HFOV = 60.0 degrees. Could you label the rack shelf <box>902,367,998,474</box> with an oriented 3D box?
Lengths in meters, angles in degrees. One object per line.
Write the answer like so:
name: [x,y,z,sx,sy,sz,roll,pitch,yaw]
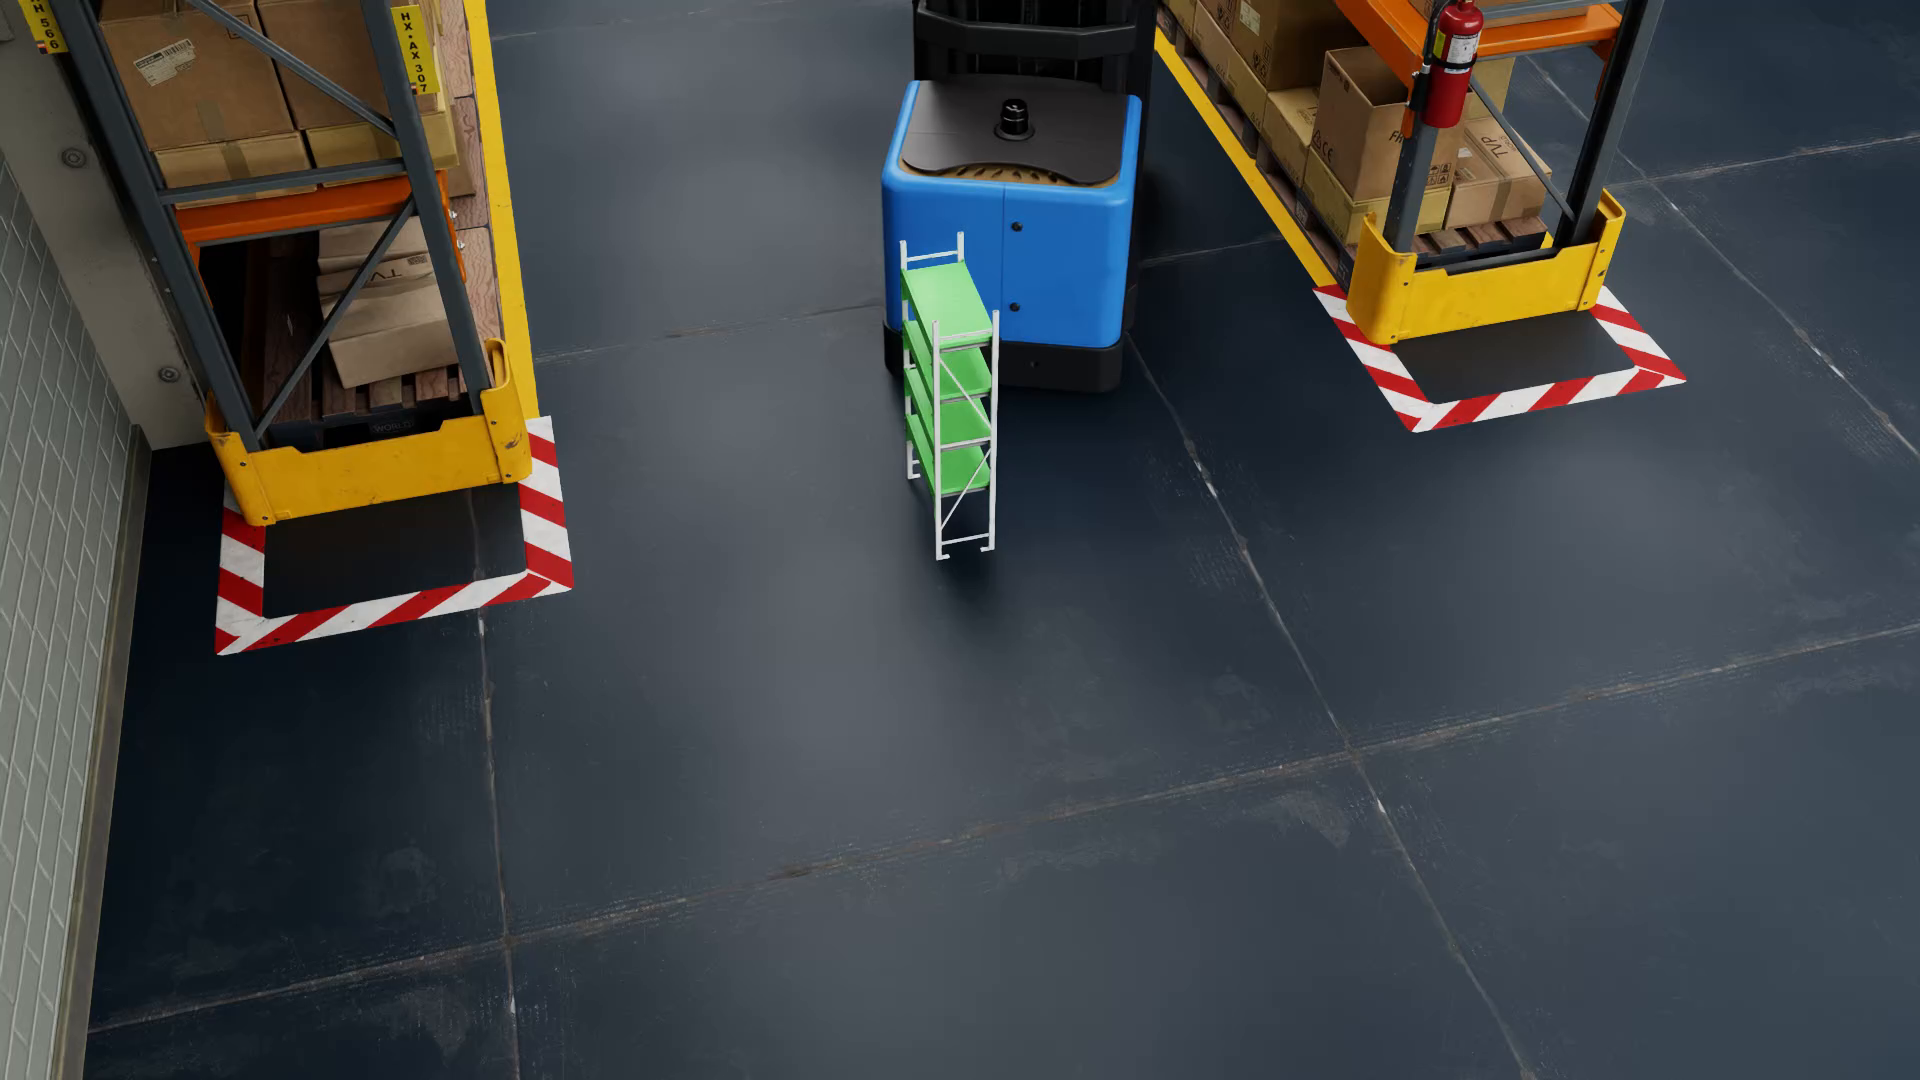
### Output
rack shelf: [-0.042,-0.490,6.479,0.258,0.148,0.480,-11,47,-10]

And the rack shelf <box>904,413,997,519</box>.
rack shelf: [-0.042,-0.322,6.651,0.258,0.148,0.480,-11,47,-10]

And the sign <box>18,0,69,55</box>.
sign: [-2.928,-1.696,5.280,0.100,0.325,0.005,-11,47,-10]

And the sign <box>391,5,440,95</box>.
sign: [-1.862,-1.671,5.681,0.100,0.325,0.005,-11,47,-10]

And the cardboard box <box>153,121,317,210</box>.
cardboard box: [-2.693,-1.510,6.221,0.500,0.250,0.500,-10,46,-10]

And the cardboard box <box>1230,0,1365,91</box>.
cardboard box: [1.707,-2.627,8.331,0.500,0.500,0.500,-11,47,-10]

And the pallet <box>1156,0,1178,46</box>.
pallet: [1.541,-3.405,9.940,1.003,0.211,1.213,-11,47,-10]

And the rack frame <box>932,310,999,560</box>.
rack frame: [0.020,-0.366,6.268,0.240,1.200,0.015,-11,47,-10]

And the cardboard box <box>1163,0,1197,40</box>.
cardboard box: [1.449,-3.055,9.275,0.500,0.250,0.500,-11,47,-10]

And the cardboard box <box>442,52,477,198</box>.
cardboard box: [-2.762,-1.951,8.004,0.700,0.500,0.500,-13,47,-13]

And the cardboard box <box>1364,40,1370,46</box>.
cardboard box: [2.209,-2.722,8.424,0.500,0.500,0.500,-11,47,-10]

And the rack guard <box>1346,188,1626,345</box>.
rack guard: [2.408,-1.285,7.659,1.175,0.500,0.348,-11,47,-10]

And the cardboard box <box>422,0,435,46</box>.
cardboard box: [-2.335,-2.213,6.384,0.500,0.500,0.500,-11,47,-10]

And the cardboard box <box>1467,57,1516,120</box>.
cardboard box: [2.350,-2.379,8.088,0.500,0.500,0.500,-11,47,-10]

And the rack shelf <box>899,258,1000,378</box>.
rack shelf: [-0.042,-0.825,6.136,0.258,0.148,0.480,-11,47,-10]

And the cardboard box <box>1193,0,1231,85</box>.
cardboard box: [1.583,-2.711,8.938,0.500,0.250,0.500,-11,47,-10]

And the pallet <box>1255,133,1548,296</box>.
pallet: [2.165,-1.721,8.289,1.003,0.211,1.213,-11,47,-10]

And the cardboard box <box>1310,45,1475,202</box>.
cardboard box: [1.977,-1.939,7.657,0.500,0.500,0.500,-11,47,-10]

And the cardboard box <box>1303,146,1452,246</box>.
cardboard box: [1.979,-1.677,7.925,0.500,0.250,0.500,-11,47,-10]

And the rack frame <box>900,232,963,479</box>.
rack frame: [-0.105,-0.703,6.599,0.240,1.200,0.015,-11,47,-10]

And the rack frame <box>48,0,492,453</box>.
rack frame: [-2.386,-1.268,5.893,1.000,3.000,0.127,-11,47,-10]

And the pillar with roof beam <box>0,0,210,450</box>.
pillar with roof beam: [0.760,-4.480,4.840,9.100,9.000,0.400,-11,47,-10]

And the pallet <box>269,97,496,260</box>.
pallet: [-2.888,-1.753,8.320,1.003,0.211,1.213,-11,47,-10]

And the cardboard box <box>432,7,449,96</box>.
cardboard box: [-2.351,-1.974,6.675,0.500,0.250,0.500,-12,47,-12]

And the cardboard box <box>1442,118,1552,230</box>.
cardboard box: [2.479,-1.772,8.018,0.500,0.250,0.500,-11,47,-10]

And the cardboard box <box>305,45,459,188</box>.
cardboard box: [-2.204,-1.618,6.326,0.500,0.250,0.500,-12,47,-11]

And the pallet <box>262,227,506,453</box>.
pallet: [-2.579,-0.912,7.496,1.003,0.211,1.213,-11,47,-10]

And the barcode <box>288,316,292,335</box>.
barcode: [-2.867,-0.918,7.117,0.001,0.075,0.075,-11,47,-10]

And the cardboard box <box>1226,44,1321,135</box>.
cardboard box: [1.709,-2.365,8.599,0.500,0.250,0.500,-11,47,-10]

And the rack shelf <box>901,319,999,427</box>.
rack shelf: [-0.042,-0.658,6.308,0.258,0.148,0.480,-11,47,-10]

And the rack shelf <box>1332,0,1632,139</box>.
rack shelf: [1.890,-3.306,8.393,1.077,0.370,4.000,-11,47,-10]

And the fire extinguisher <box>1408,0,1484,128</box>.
fire extinguisher: [1.983,-1.983,6.647,0.296,0.674,0.183,-11,47,-10]

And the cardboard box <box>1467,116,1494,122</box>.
cardboard box: [2.348,-2.117,8.355,0.500,0.250,0.500,-11,47,-10]

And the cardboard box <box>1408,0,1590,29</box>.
cardboard box: [2.294,-2.536,7.065,0.700,0.500,0.500,-11,47,-10]

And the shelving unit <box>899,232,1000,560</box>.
shelving unit: [-0.042,-0.534,6.433,0.258,1.200,0.503,-11,47,-10]

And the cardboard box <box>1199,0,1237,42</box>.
cardboard box: [1.580,-2.973,8.669,0.500,0.500,0.500,-11,47,-10]

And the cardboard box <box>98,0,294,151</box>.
cardboard box: [-2.712,-1.772,5.952,0.500,0.500,0.500,-11,47,-11]

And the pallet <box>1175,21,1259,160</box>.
pallet: [1.857,-2.562,9.112,1.003,0.211,1.213,-11,47,-10]

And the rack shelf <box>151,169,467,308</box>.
rack shelf: [-2.898,-2.397,7.503,1.077,0.370,4.000,-11,47,-10]

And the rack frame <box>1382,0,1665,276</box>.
rack frame: [2.402,-2.177,6.783,1.000,3.000,0.127,-11,47,-10]

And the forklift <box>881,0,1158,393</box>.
forklift: [0.366,-2.730,7.373,1.130,2.935,3.031,5,46,5]

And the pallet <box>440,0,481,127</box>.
pallet: [-3.204,-2.597,9.147,1.003,0.211,1.213,-11,47,-10]

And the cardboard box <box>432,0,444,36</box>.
cardboard box: [-2.475,-2.326,7.021,0.500,0.250,0.500,-11,47,-11]

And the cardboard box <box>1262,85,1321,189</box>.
cardboard box: [1.839,-2.020,8.261,0.500,0.250,0.500,-11,47,-10]

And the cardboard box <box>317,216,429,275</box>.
cardboard box: [-2.622,-1.369,7.566,0.500,0.311,0.500,-7,46,-7]

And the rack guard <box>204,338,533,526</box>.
rack guard: [-2.405,-0.446,6.837,1.175,0.500,0.348,-11,47,-10]

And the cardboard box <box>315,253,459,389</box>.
cardboard box: [-2.476,-0.975,7.180,0.500,0.311,0.500,-16,48,-15]

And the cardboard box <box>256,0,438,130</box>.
cardboard box: [-2.218,-1.870,6.048,0.500,0.500,0.500,-11,47,-10]
